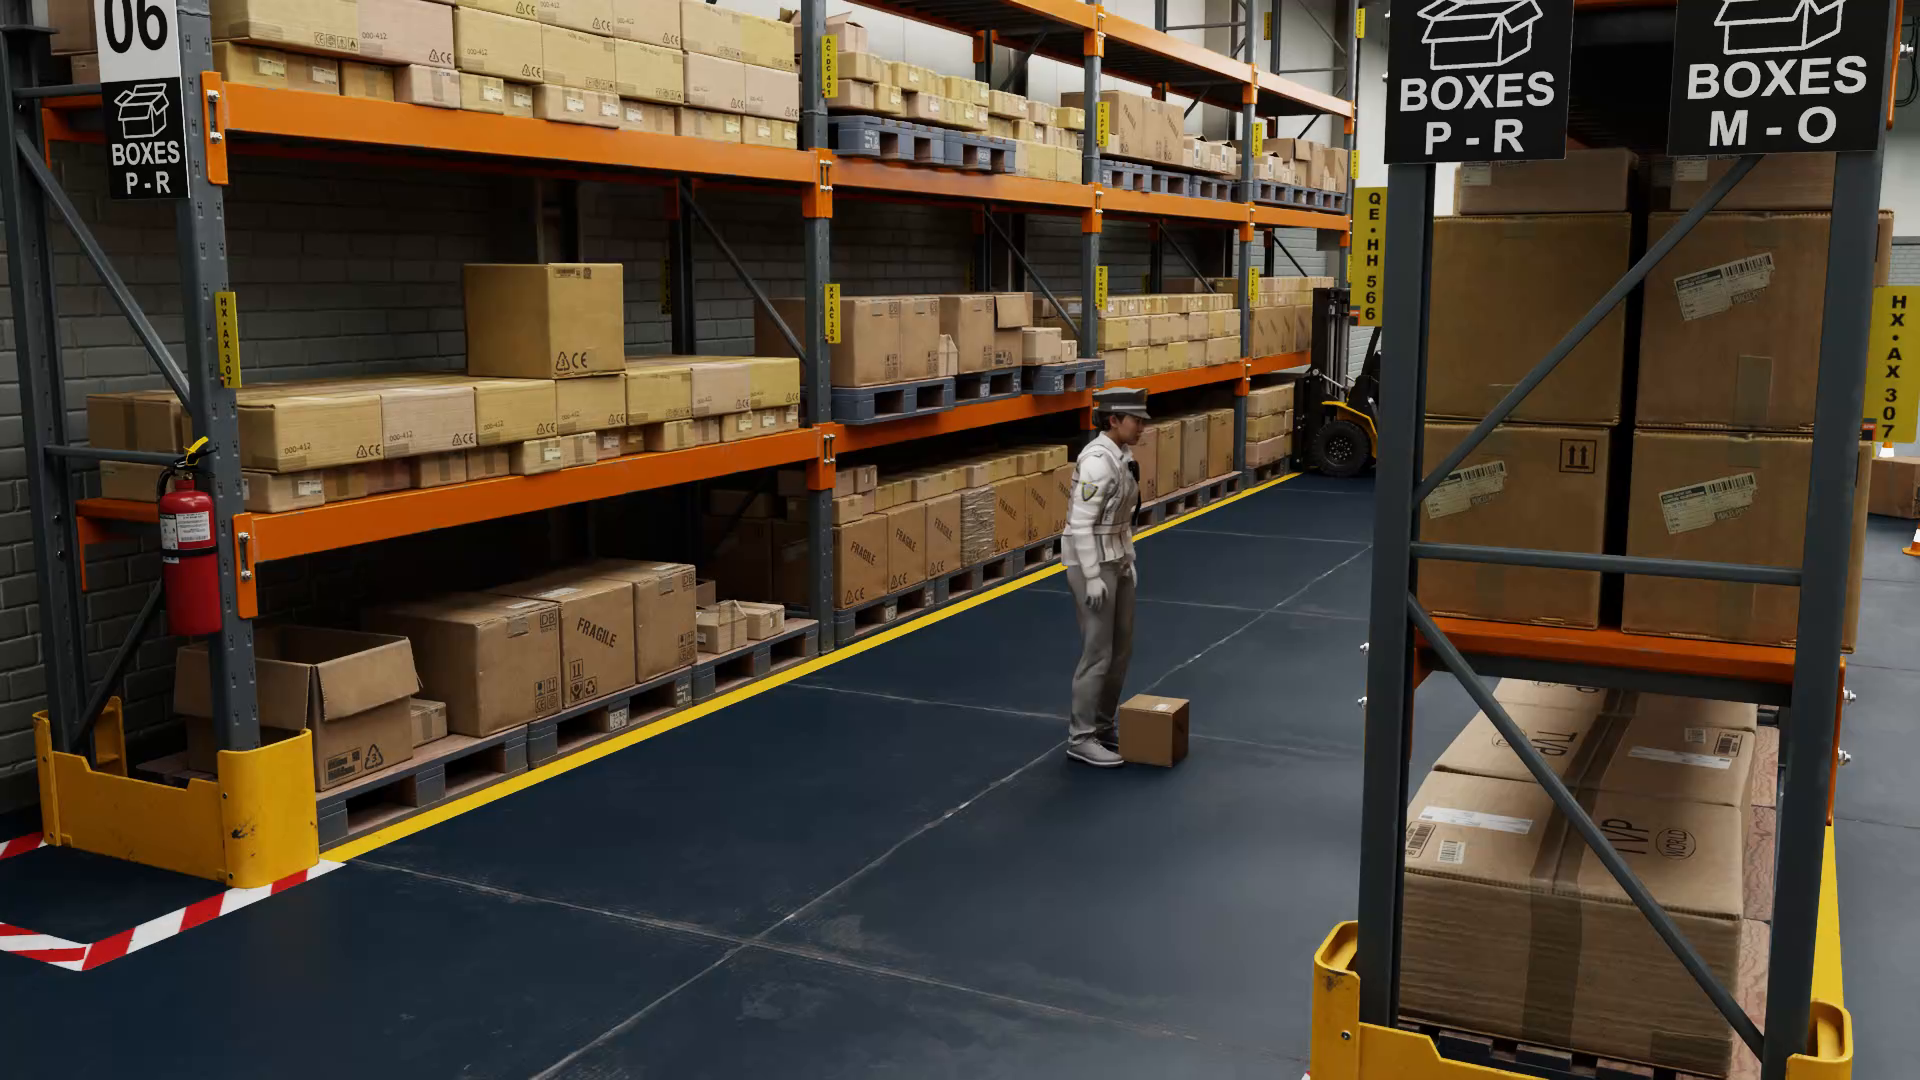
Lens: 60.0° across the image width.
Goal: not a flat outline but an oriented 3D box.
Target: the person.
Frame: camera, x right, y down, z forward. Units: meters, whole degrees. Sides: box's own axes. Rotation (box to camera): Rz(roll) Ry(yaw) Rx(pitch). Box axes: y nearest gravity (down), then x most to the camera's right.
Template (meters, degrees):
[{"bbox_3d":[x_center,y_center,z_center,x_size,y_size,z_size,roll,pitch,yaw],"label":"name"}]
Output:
[{"bbox_3d":[0.650,0.149,7.436,0.358,1.663,0.449,4,10,26],"label":"person"}]
